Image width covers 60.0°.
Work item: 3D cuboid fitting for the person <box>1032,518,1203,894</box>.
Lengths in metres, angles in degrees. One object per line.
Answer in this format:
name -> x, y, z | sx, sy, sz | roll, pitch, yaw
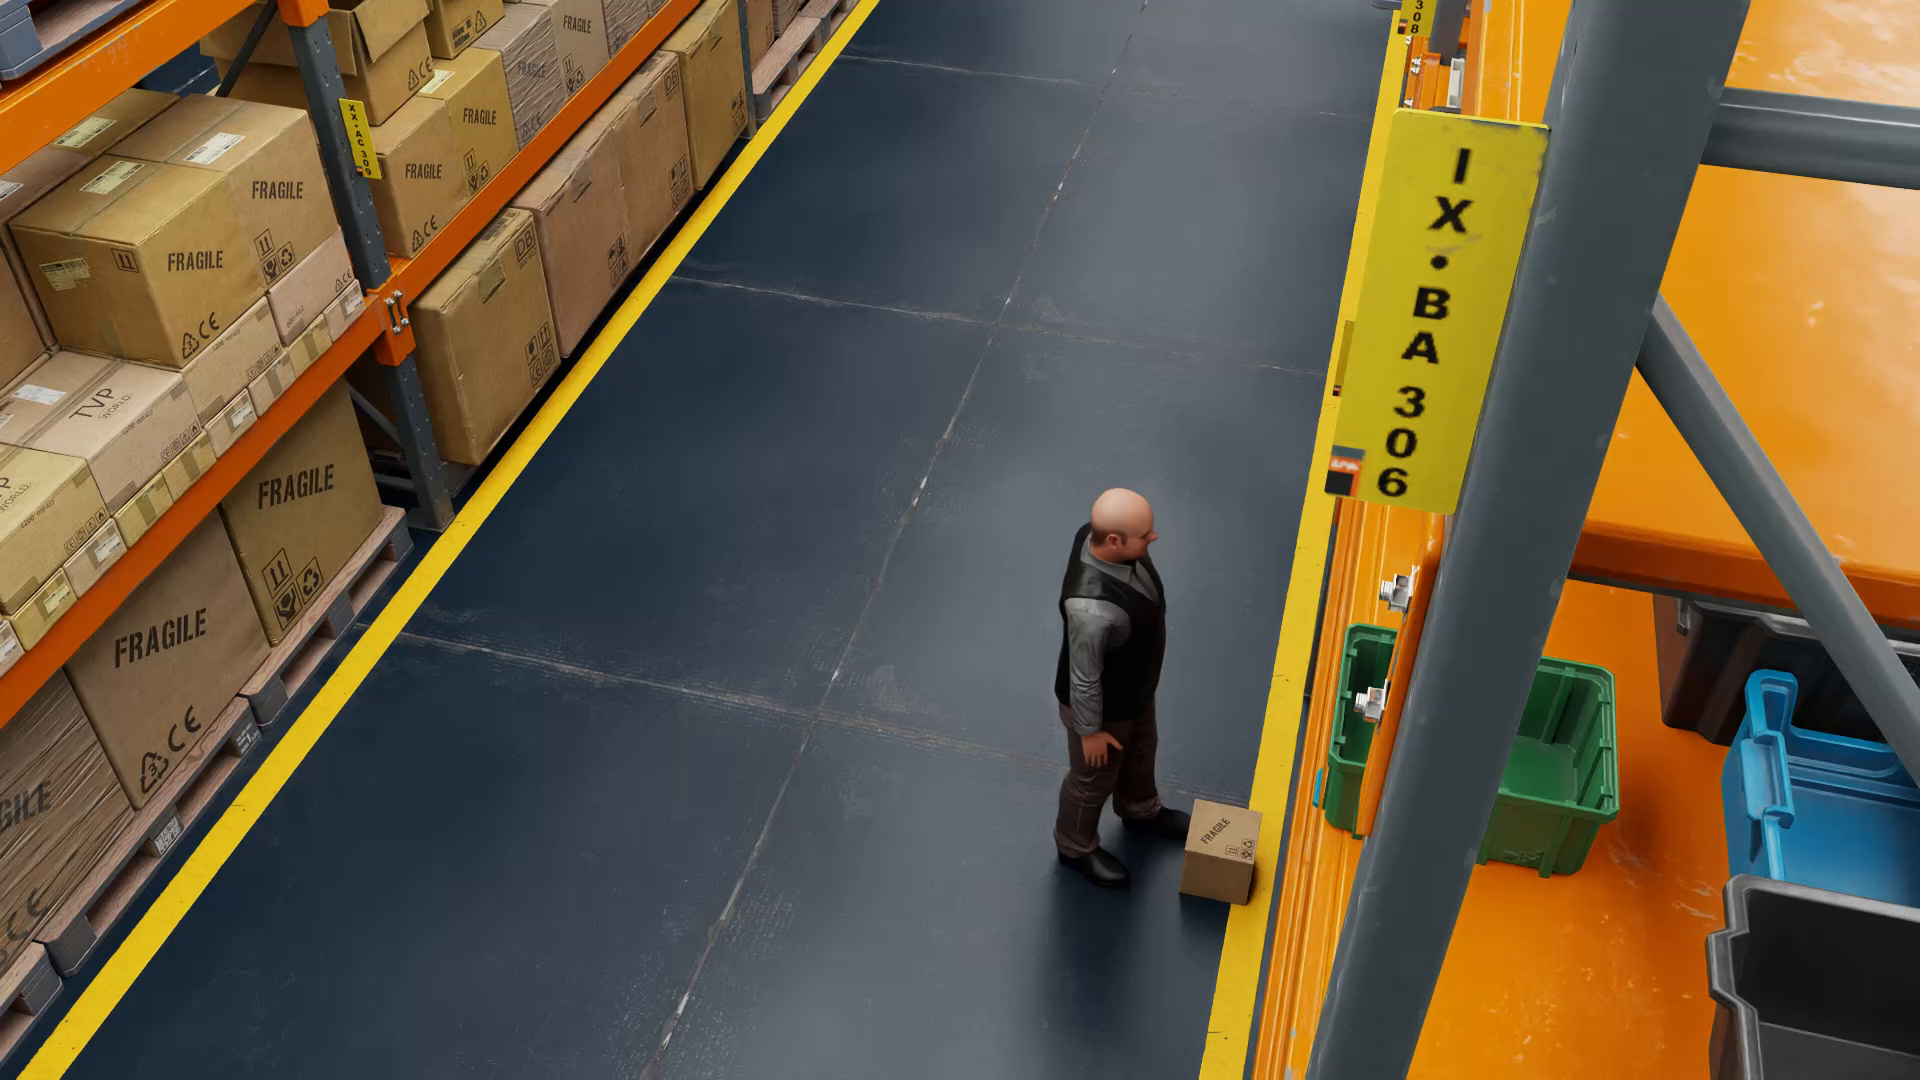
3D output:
person -> 0.524, 0.540, 5.804 | 0.509, 1.617, 0.574 | 11, 42, 12
